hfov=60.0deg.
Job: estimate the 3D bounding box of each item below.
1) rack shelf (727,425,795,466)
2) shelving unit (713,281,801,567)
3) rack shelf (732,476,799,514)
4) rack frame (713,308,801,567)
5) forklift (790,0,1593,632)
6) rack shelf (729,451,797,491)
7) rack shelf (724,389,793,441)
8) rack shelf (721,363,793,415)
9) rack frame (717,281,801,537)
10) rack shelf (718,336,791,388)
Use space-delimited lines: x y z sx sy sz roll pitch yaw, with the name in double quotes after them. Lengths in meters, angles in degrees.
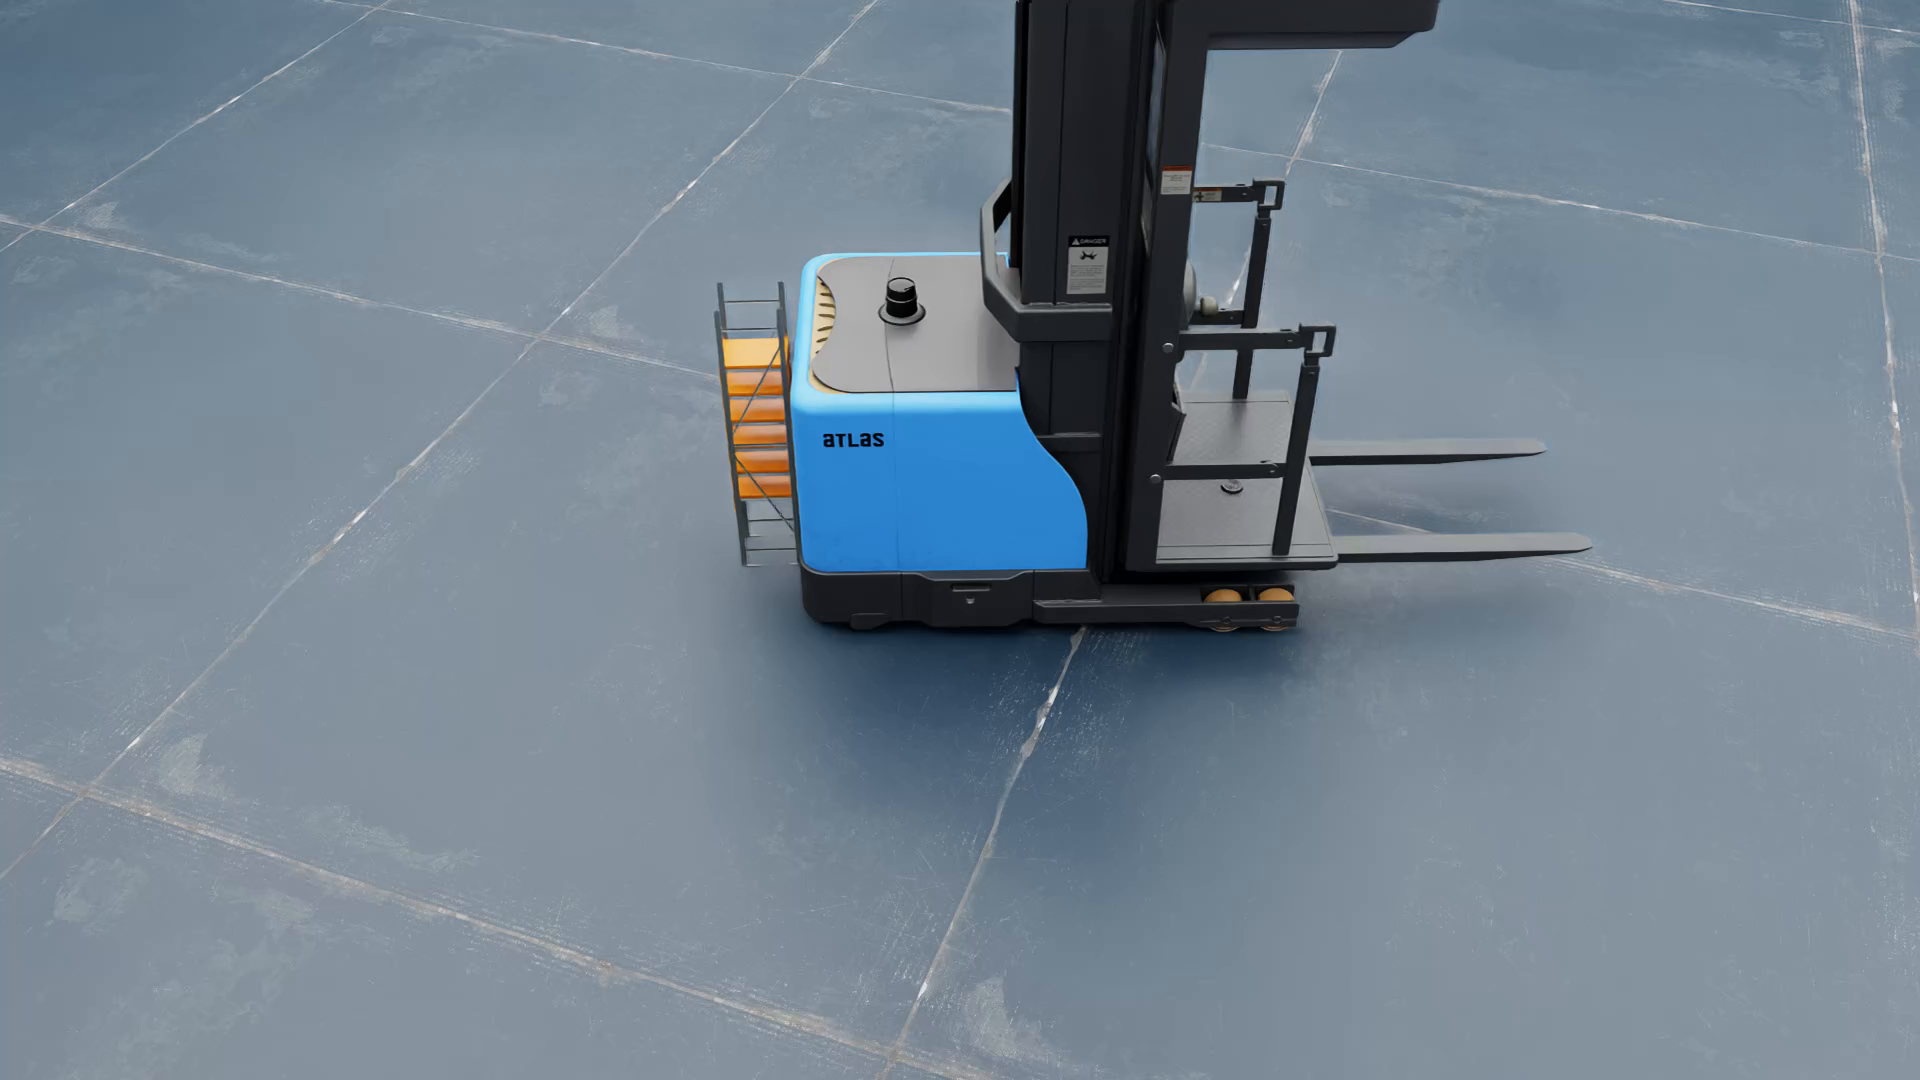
-0.752 -0.380 6.339 0.258 0.103 0.180 -2 41 -2 "rack shelf"
-0.752 -0.414 6.310 0.258 1.200 0.189 -2 41 -2 "shelving unit"
-0.752 -0.197 6.495 0.258 0.103 0.180 -2 41 -2 "rack shelf"
-0.748 -0.354 6.241 0.240 1.200 0.006 -2 41 -2 "rack frame"
0.906 -1.111 5.794 3.031 2.935 1.130 -1 40 -1 "forklift"
-0.752 -0.289 6.417 0.258 0.103 0.180 -2 41 -2 "rack shelf"
-0.752 -0.471 6.261 0.258 0.103 0.180 -2 41 -2 "rack shelf"
-0.752 -0.562 6.183 0.258 0.103 0.180 -2 41 -2 "rack shelf"
-0.756 -0.473 6.380 0.240 1.200 0.006 -2 41 -2 "rack frame"
-0.752 -0.654 6.106 0.258 0.103 0.180 -2 41 -2 "rack shelf"
